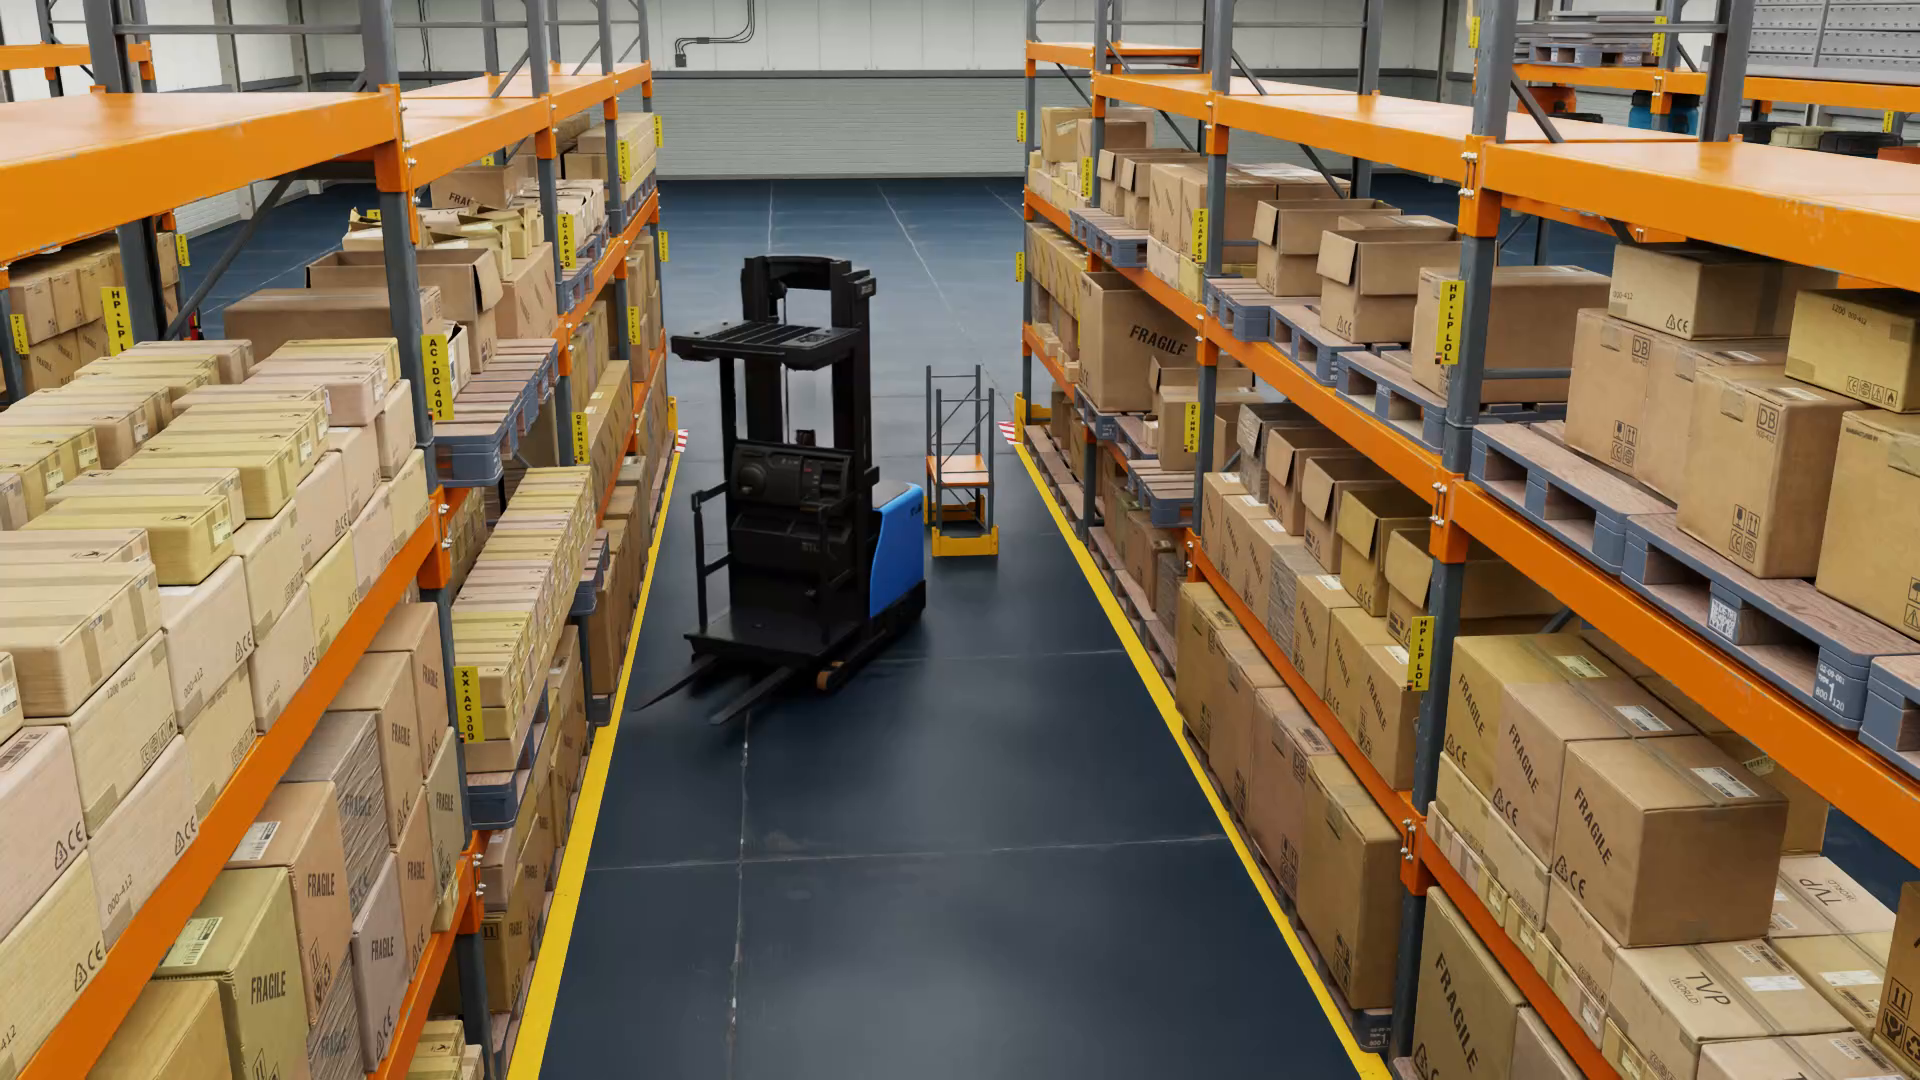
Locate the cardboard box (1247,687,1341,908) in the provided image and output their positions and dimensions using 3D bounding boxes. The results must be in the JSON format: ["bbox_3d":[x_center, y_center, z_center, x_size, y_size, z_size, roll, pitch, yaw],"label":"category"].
[{"bbox_3d":[2.264,1.323,8.801,1.225,0.875,0.875,-2,18,-8],"label":"cardboard box"}]

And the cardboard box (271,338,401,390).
[{"bbox_3d":[-2.196,-0.615,5.869,0.380,0.149,0.250,-3,18,-8],"label":"cardboard box"}]

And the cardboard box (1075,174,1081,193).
[{"bbox_3d":[1.248,-3.210,14.970,0.380,0.149,0.250,-3,18,-8],"label":"cardboard box"}]

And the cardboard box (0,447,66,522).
[{"bbox_3d":[-2.584,-0.135,4.340,0.380,0.149,0.250,-2,18,-7],"label":"cardboard box"}]

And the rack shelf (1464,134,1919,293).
[{"bbox_3d":[2.649,-0.767,4.464,1.077,0.370,4.000,-2,18,-6],"label":"rack shelf"}]

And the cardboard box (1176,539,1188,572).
[{"bbox_3d":[1.867,0.043,12.220,0.500,0.250,0.500,0,17,1],"label":"cardboard box"}]

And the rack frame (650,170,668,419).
[{"bbox_3d":[-3.739,-2.486,18.089,1.000,3.000,0.127,-2,18,-6],"label":"rack frame"}]

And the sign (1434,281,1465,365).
[{"bbox_3d":[1.904,-0.842,6.456,0.100,0.325,0.005,-2,18,-6],"label":"sign"}]

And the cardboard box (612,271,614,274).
[{"bbox_3d":[-3.502,-2.153,14.972,0.875,0.550,0.550,-2,18,-6],"label":"cardboard box"}]

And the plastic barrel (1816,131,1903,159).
[{"bbox_3d":[6.948,-2.706,12.945,0.600,0.901,0.708,-2,18,-6],"label":"plastic barrel"}]

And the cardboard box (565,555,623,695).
[{"bbox_3d":[-2.887,0.586,11.357,1.050,0.750,0.750,-2,18,-6],"label":"cardboard box"}]

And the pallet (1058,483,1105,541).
[{"bbox_3d":[1.513,-0.286,15.736,1.003,0.211,1.213,-2,18,-6],"label":"pallet"}]

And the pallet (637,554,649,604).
[{"bbox_3d":[-3.172,0.263,13.985,1.003,0.211,1.213,-2,18,-6],"label":"pallet"}]

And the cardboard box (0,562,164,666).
[{"bbox_3d":[-1.883,0.157,3.412,0.380,0.149,0.250,-2,17,-5],"label":"cardboard box"}]

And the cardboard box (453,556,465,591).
[{"bbox_3d":[-2.983,0.197,9.260,0.380,0.149,0.250,-1,17,-3],"label":"cardboard box"}]

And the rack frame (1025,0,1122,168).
[{"bbox_3d":[1.205,-5.472,17.582,1.000,3.000,0.127,-2,18,-6],"label":"rack frame"}]

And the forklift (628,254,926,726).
[{"bbox_3d":[-1.298,-0.458,11.743,1.130,2.935,3.031,7,19,21],"label":"forklift"}]

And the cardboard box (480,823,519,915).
[{"bbox_3d":[-2.314,1.495,7.627,0.500,0.250,0.500,-3,18,-8],"label":"cardboard box"}]

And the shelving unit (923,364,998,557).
[{"bbox_3d":[-0.008,-0.738,15.025,0.587,1.500,1.083,-2,18,-6],"label":"shelving unit"}]

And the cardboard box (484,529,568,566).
[{"bbox_3d":[-2.276,0.050,8.735,0.380,0.149,0.250,-1,17,-3],"label":"cardboard box"}]

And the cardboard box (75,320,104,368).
[{"bbox_3d":[-8.121,-1.740,15.047,0.500,0.500,0.500,-2,18,-6],"label":"cardboard box"}]

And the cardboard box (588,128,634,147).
[{"bbox_3d":[-3.105,-3.580,14.786,0.380,0.149,0.250,-2,18,-7],"label":"cardboard box"}]

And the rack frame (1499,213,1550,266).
[{"bbox_3d":[6.132,-2.762,18.968,1.000,3.000,0.127,-2,18,-6],"label":"rack frame"}]

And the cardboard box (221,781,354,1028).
[{"bbox_3d":[-2.017,1.015,4.605,0.500,0.500,0.500,-2,18,-7],"label":"cardboard box"}]

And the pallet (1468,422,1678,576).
[{"bbox_3d":[2.517,-0.179,5.879,1.003,0.211,1.213,-2,18,-6],"label":"pallet"}]

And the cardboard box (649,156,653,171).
[{"bbox_3d":[-3.315,-3.805,16.834,0.380,0.149,0.250,-2,17,-5],"label":"cardboard box"}]

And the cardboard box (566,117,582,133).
[{"bbox_3d":[-3.944,-4.090,16.411,0.380,0.149,0.250,-2,17,-5],"label":"cardboard box"}]

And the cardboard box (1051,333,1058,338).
[{"bbox_3d":[1.133,-2.025,17.039,0.380,0.149,0.250,-2,18,-6],"label":"cardboard box"}]

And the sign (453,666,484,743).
[{"bbox_3d":[-1.962,0.657,6.632,0.100,0.325,0.005,-2,18,-6],"label":"sign"}]

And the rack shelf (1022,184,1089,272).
[{"bbox_3d":[1.412,-3.101,16.241,1.077,0.370,4.000,-2,18,-6],"label":"rack shelf"}]

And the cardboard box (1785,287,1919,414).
[{"bbox_3d":[2.657,-0.529,4.560,0.500,0.250,0.500,-2,18,-7],"label":"cardboard box"}]

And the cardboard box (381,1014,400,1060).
[{"bbox_3d":[-2.076,1.599,5.495,0.380,0.149,0.250,-3,18,-8],"label":"cardboard box"}]

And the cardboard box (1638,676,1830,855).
[{"bbox_3d":[2.804,0.816,6.073,0.500,0.500,0.500,-2,18,-5],"label":"cardboard box"}]

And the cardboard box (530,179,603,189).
[{"bbox_3d":[-3.094,-2.697,13.133,0.500,0.250,0.500,-2,17,-5],"label":"cardboard box"}]

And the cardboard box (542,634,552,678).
[{"bbox_3d":[-2.192,0.569,8.074,0.380,0.149,0.250,-3,18,-8],"label":"cardboard box"}]

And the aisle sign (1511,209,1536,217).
[{"bbox_3d":[6.420,-4.033,18.676,0.394,0.787,0.004,-2,18,-6],"label":"aisle sign"}]

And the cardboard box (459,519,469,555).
[{"bbox_3d":[-3.003,-0.015,9.438,0.380,0.149,0.250,-2,18,-7],"label":"cardboard box"}]

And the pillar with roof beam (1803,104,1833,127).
[{"bbox_3d":[11.399,-9.191,29.430,9.100,9.000,0.400,-2,18,-6],"label":"pillar with roof beam"}]

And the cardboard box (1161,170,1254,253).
[{"bbox_3d":[1.669,-2.230,11.263,0.500,0.500,0.500,-2,18,-6],"label":"cardboard box"}]

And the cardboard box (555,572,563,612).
[{"bbox_3d":[-2.247,0.269,8.534,0.380,0.149,0.250,-2,18,-7],"label":"cardboard box"}]

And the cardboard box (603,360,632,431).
[{"bbox_3d":[-3.006,-1.195,13.809,0.500,0.500,0.500,-2,18,-6],"label":"cardboard box"}]

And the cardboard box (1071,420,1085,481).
[{"bbox_3d":[1.408,-0.899,16.504,0.500,0.500,0.500,-3,18,-11],"label":"cardboard box"}]

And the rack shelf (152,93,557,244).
[{"bbox_3d":[-2.707,-1.835,7.868,1.077,0.370,4.000,-2,18,-6],"label":"rack shelf"}]

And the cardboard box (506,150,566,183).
[{"bbox_3d":[-3.632,-3.183,14.185,0.500,0.250,0.500,-2,18,-6],"label":"cardboard box"}]

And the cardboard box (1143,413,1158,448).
[{"bbox_3d":[1.590,-0.851,12.402,0.396,0.266,0.258,-2,18,-7],"label":"cardboard box"}]

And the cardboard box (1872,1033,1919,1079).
[{"bbox_3d":[2.966,1.631,4.727,0.500,0.250,0.500,-2,18,-7],"label":"cardboard box"}]

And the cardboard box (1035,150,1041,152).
[{"bbox_3d":[1.004,-4.070,17.710,0.380,0.149,0.250,-2,18,-6],"label":"cardboard box"}]

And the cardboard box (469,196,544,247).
[{"bbox_3d":[-2.613,-1.834,9.559,0.396,0.266,0.258,-2,18,-6],"label":"cardboard box"}]

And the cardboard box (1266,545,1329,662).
[{"bbox_3d":[1.971,0.335,8.936,0.500,0.500,0.500,-2,18,-5],"label":"cardboard box"}]

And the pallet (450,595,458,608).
[{"bbox_3d":[-2.669,0.577,8.651,1.003,0.211,1.213,-2,18,-6],"label":"pallet"}]

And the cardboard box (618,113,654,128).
[{"bbox_3d":[-3.366,-4.336,17.193,0.380,0.149,0.250,-2,18,-5],"label":"cardboard box"}]

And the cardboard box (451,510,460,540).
[{"bbox_3d":[-2.981,-0.091,9.185,0.380,0.149,0.250,-3,18,-8],"label":"cardboard box"}]

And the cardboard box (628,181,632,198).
[{"bbox_3d":[-3.054,-3.050,14.428,0.380,0.149,0.250,-2,18,-5],"label":"cardboard box"}]

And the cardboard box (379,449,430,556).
[{"bbox_3d":[-2.182,-0.133,5.835,0.500,0.250,0.500,-1,17,-4],"label":"cardboard box"}]

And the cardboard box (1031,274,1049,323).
[{"bbox_3d":[1.235,-2.634,17.897,0.875,0.500,0.500,-2,18,-6],"label":"cardboard box"}]
